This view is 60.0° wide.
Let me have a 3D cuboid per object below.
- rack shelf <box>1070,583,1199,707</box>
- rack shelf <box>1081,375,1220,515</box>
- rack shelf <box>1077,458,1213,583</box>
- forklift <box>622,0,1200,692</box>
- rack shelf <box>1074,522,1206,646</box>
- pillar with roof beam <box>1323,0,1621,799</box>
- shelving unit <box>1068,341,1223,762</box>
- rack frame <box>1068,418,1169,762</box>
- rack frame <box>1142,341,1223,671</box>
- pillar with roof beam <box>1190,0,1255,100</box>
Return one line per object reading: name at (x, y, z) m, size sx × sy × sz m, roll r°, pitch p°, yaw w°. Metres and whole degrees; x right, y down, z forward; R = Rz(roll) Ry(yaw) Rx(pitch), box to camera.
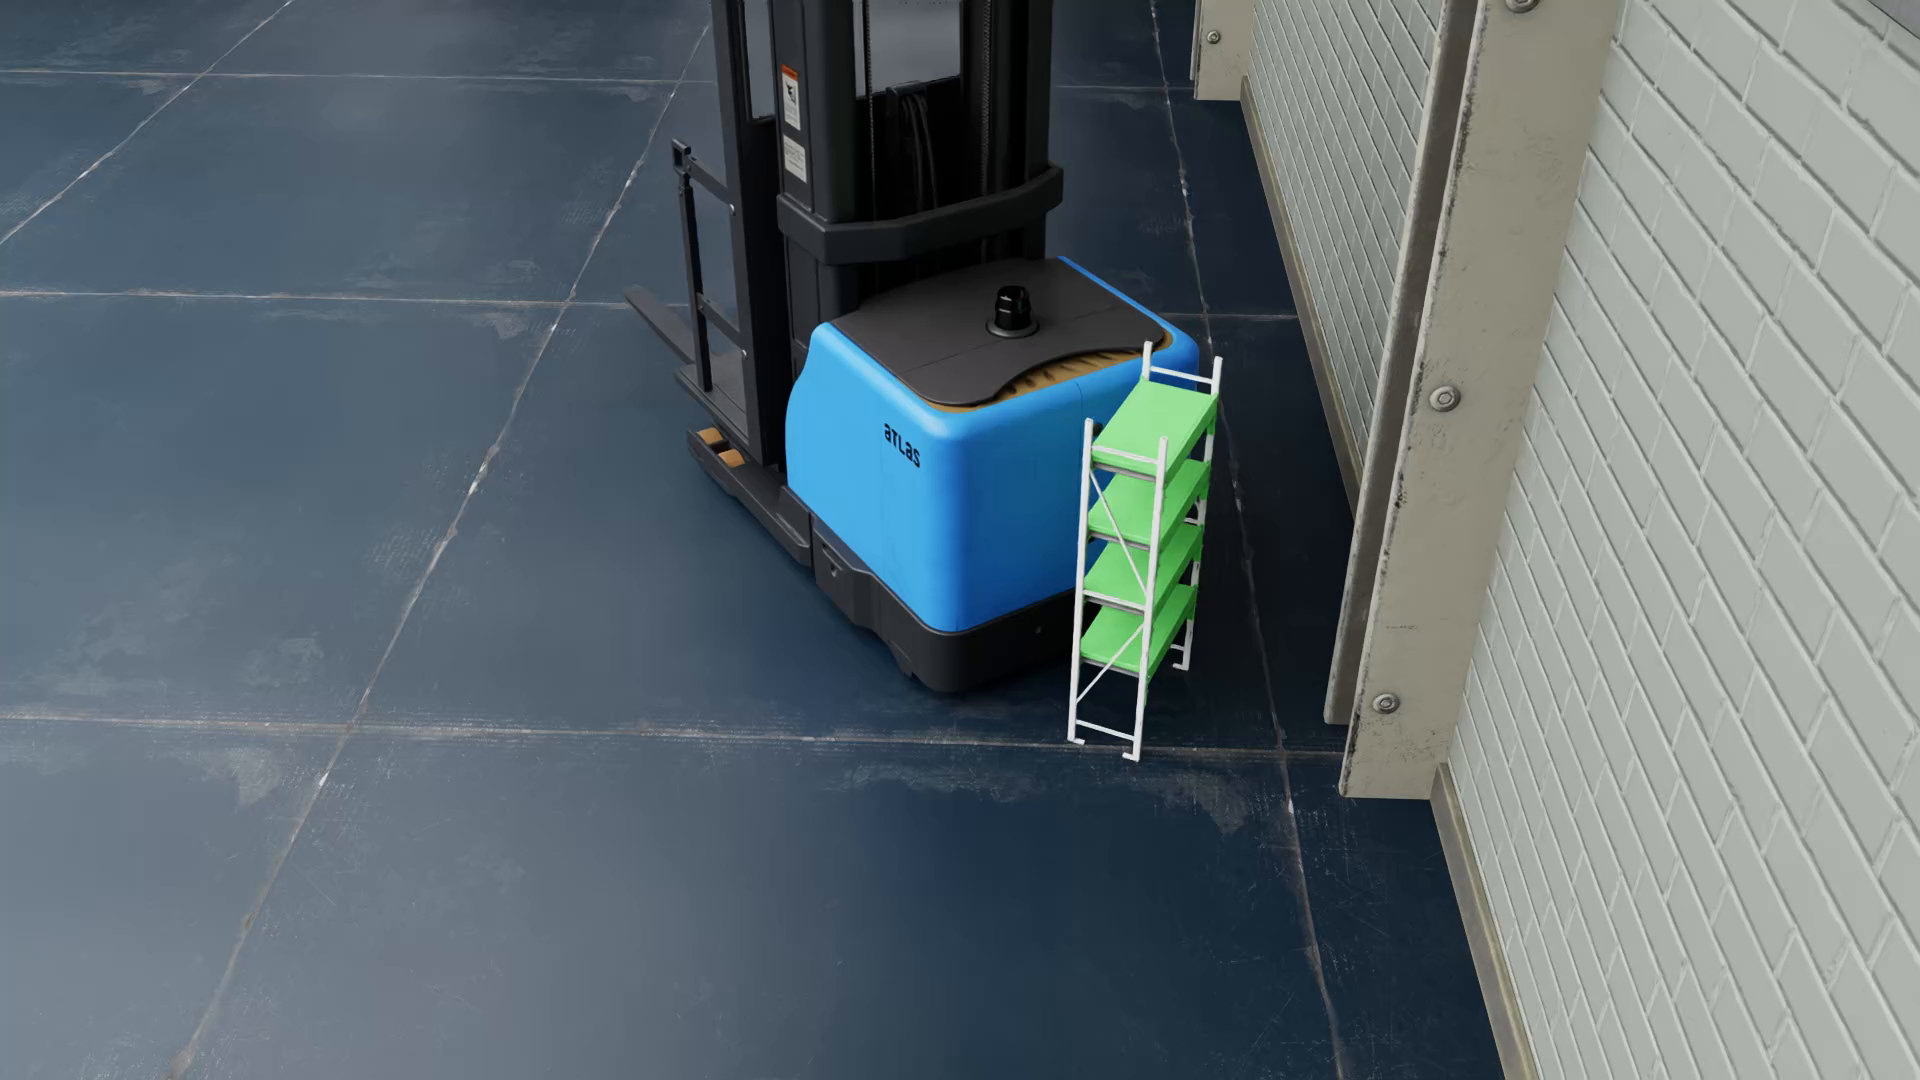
rack shelf at (0.561, 0.298, 5.306) m, size 0.258 × 0.148 × 0.480 m, roll 15°, pitch 38°, yaw 20°
rack shelf at (0.563, -0.287, 4.885) m, size 0.258 × 0.148 × 0.480 m, roll 15°, pitch 38°, yaw 20°
rack shelf at (0.562, -0.092, 5.025) m, size 0.258 × 0.148 × 0.480 m, roll 15°, pitch 38°, yaw 20°
forklift at (-0.429, -1.517, 5.859) m, size 1.130 × 2.935 × 3.031 m, roll -20°, pitch 40°, yaw -26°
rack shelf at (0.562, 0.103, 5.166) m, size 0.258 × 0.148 × 0.480 m, roll 15°, pitch 38°, yaw 20°
pillar with roof beam at (-2.966, -3.101, 2.836) m, size 9.100 × 9.000 × 0.400 m, roll 1°, pitch 35°, yaw 2°
shelving unit at (0.562, 0.051, 5.128) m, size 0.258 × 1.200 × 0.503 m, roll 15°, pitch 38°, yaw 20°
rack frame at (0.459, 0.180, 4.948) m, size 0.240 × 1.200 × 0.015 m, roll 15°, pitch 38°, yaw 20°
rack frame at (0.664, -0.078, 5.308) m, size 0.240 × 1.200 × 0.015 m, roll 15°, pitch 38°, yaw 20°
pillar with roof beam at (-2.725, -6.548, 7.741) m, size 9.100 × 9.000 × 0.400 m, roll 1°, pitch 35°, yaw 2°
